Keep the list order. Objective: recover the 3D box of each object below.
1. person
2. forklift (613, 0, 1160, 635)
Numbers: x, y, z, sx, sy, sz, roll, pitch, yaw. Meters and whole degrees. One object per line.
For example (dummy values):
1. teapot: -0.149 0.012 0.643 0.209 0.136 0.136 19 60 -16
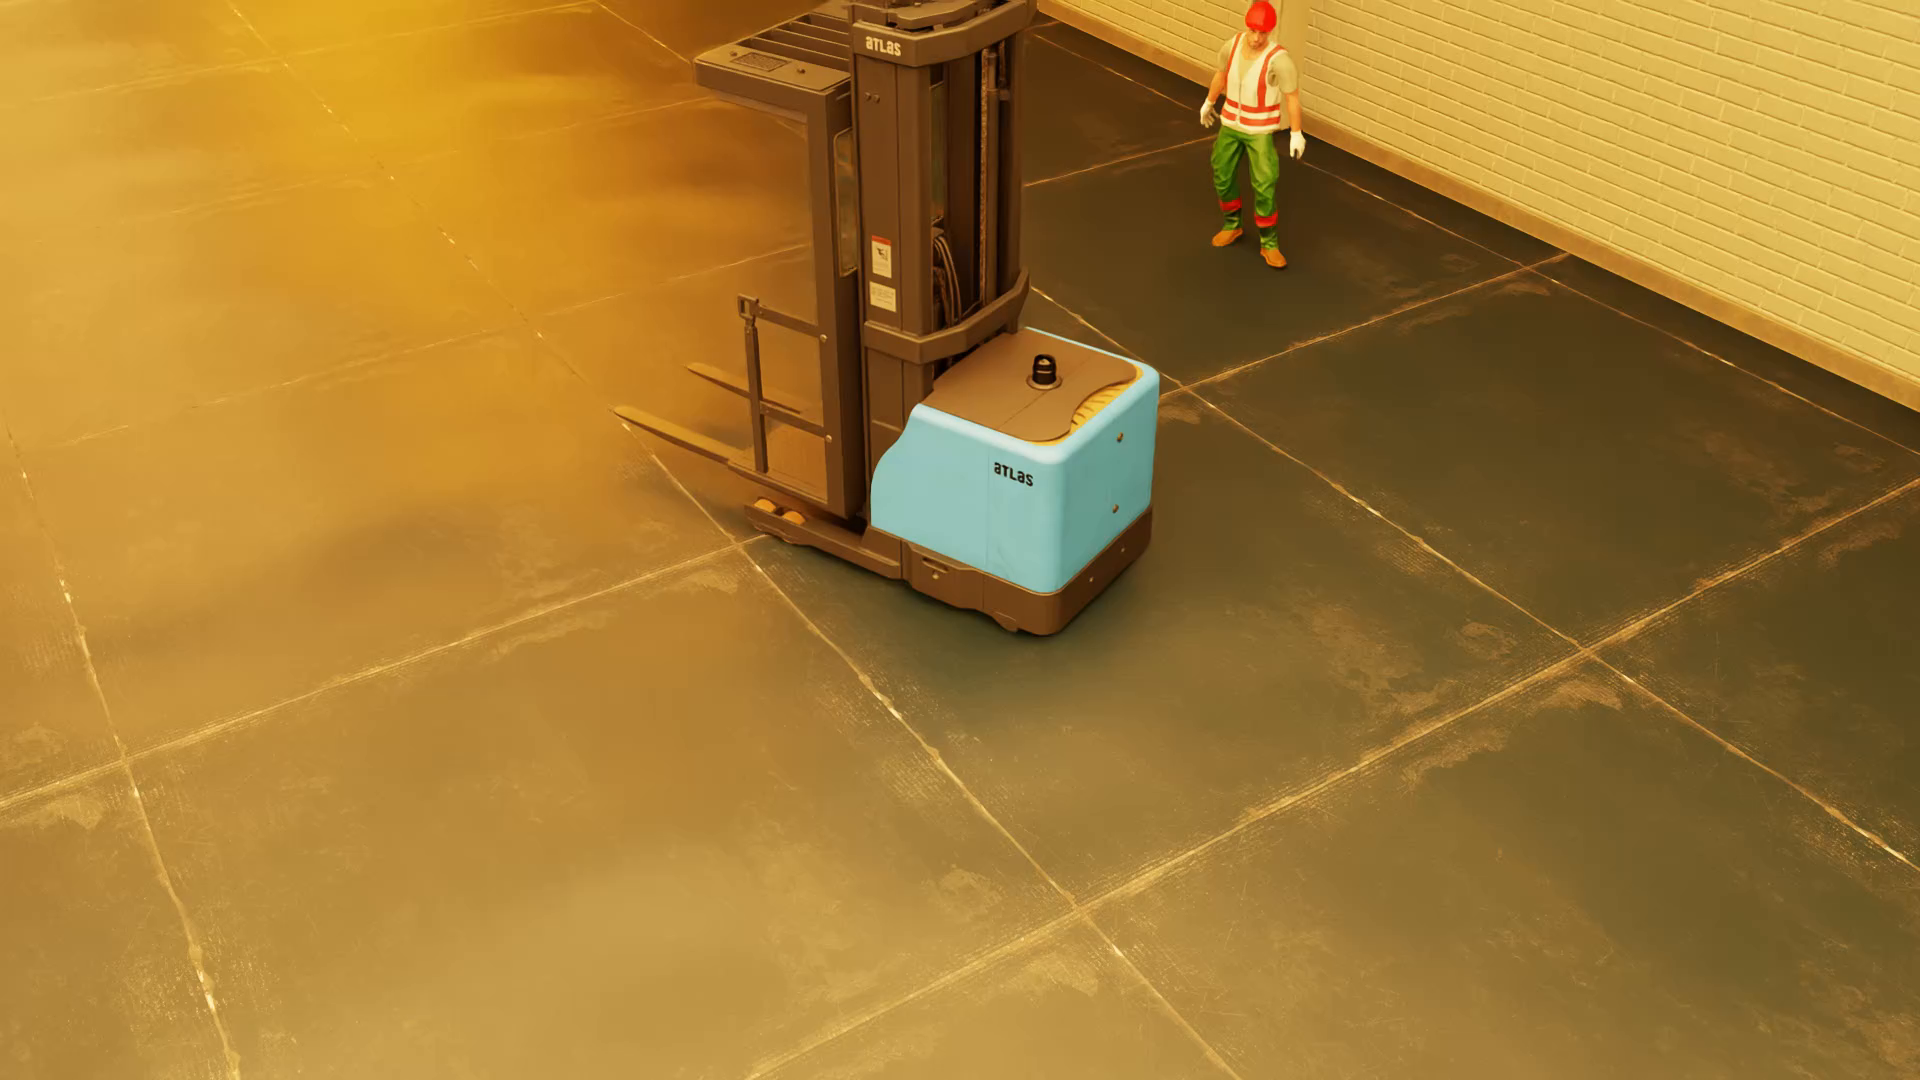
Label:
1. person: 1.926 -2.741 11.098 0.880 1.747 0.455 27 43 33
2. forklift: -0.520 -1.407 8.150 3.031 2.935 1.130 22 41 28
